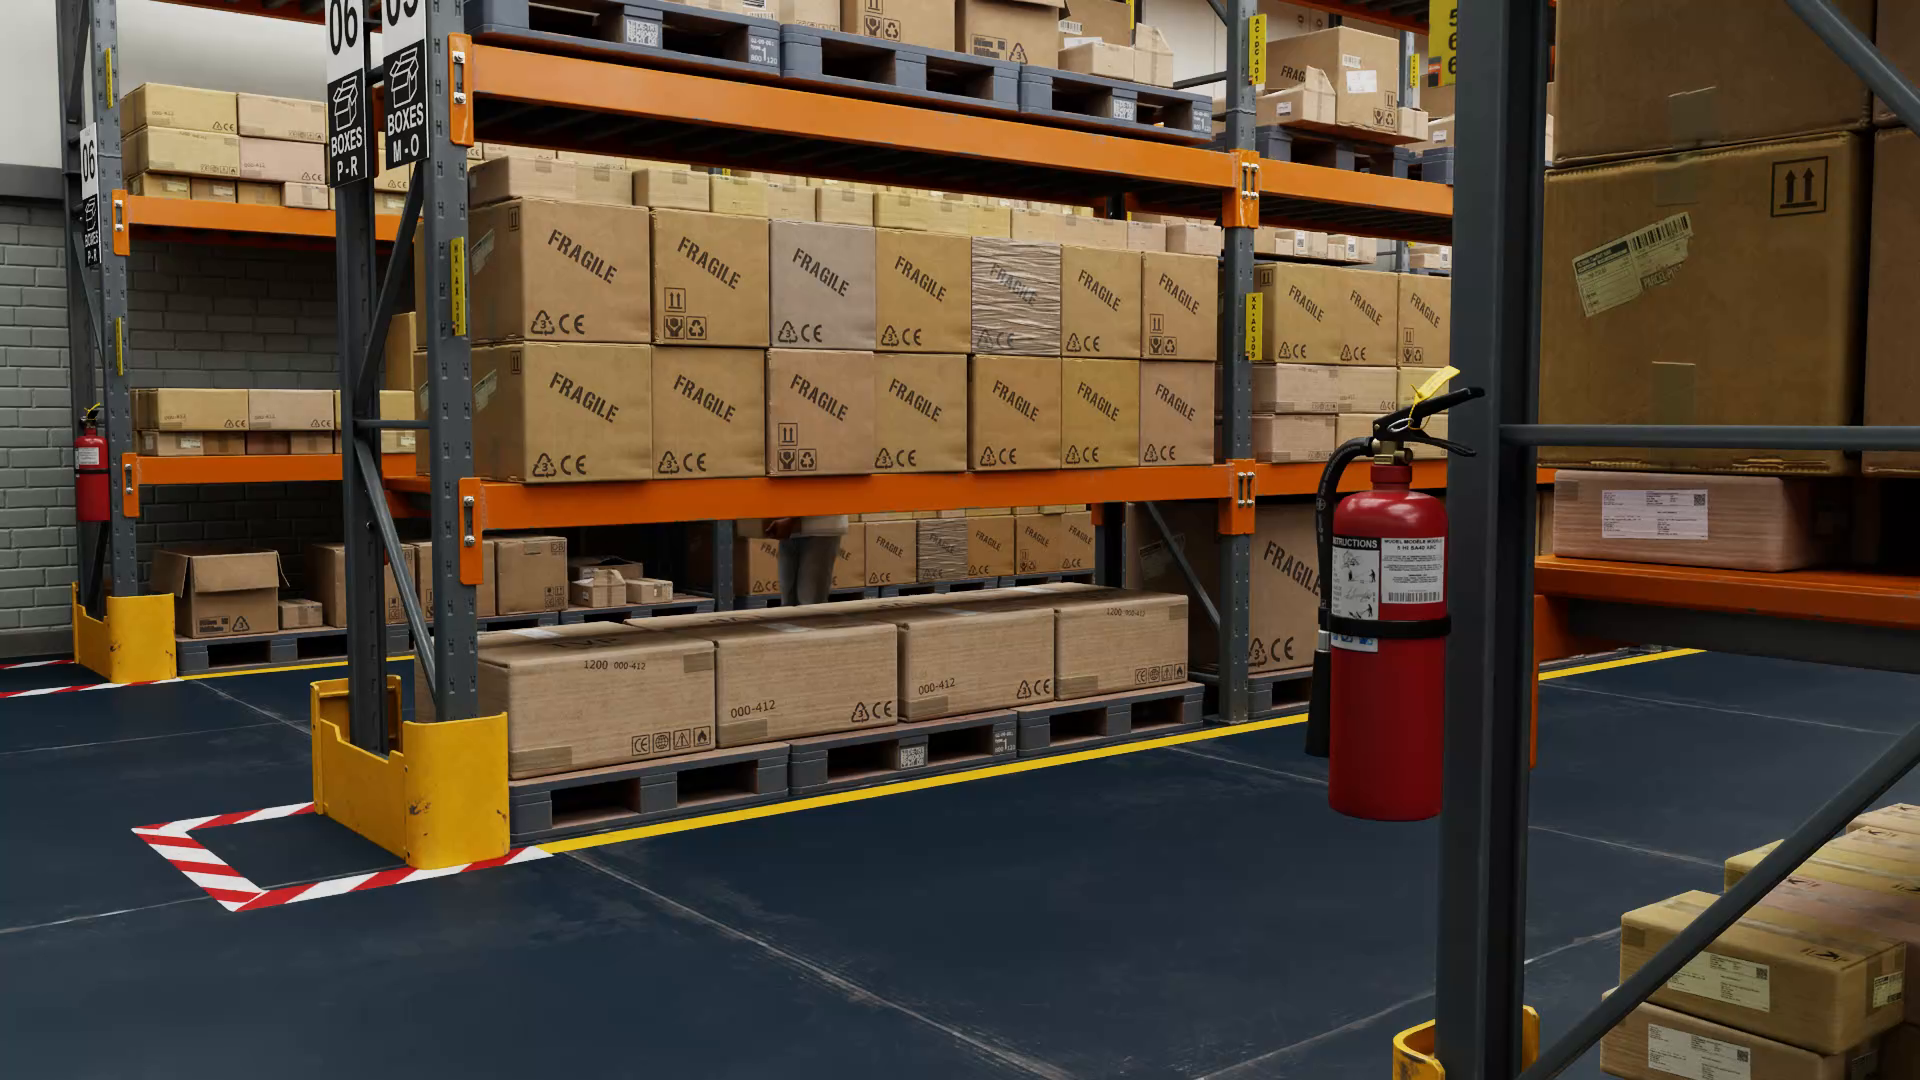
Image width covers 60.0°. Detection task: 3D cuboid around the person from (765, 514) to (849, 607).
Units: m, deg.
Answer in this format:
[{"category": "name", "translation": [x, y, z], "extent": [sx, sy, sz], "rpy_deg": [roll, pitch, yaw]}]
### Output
[{"category": "person", "translation": [-0.878, -0.012, 9.035], "extent": [0.575, 1.760, 0.504], "rpy_deg": [-3, 5, -39]}]
